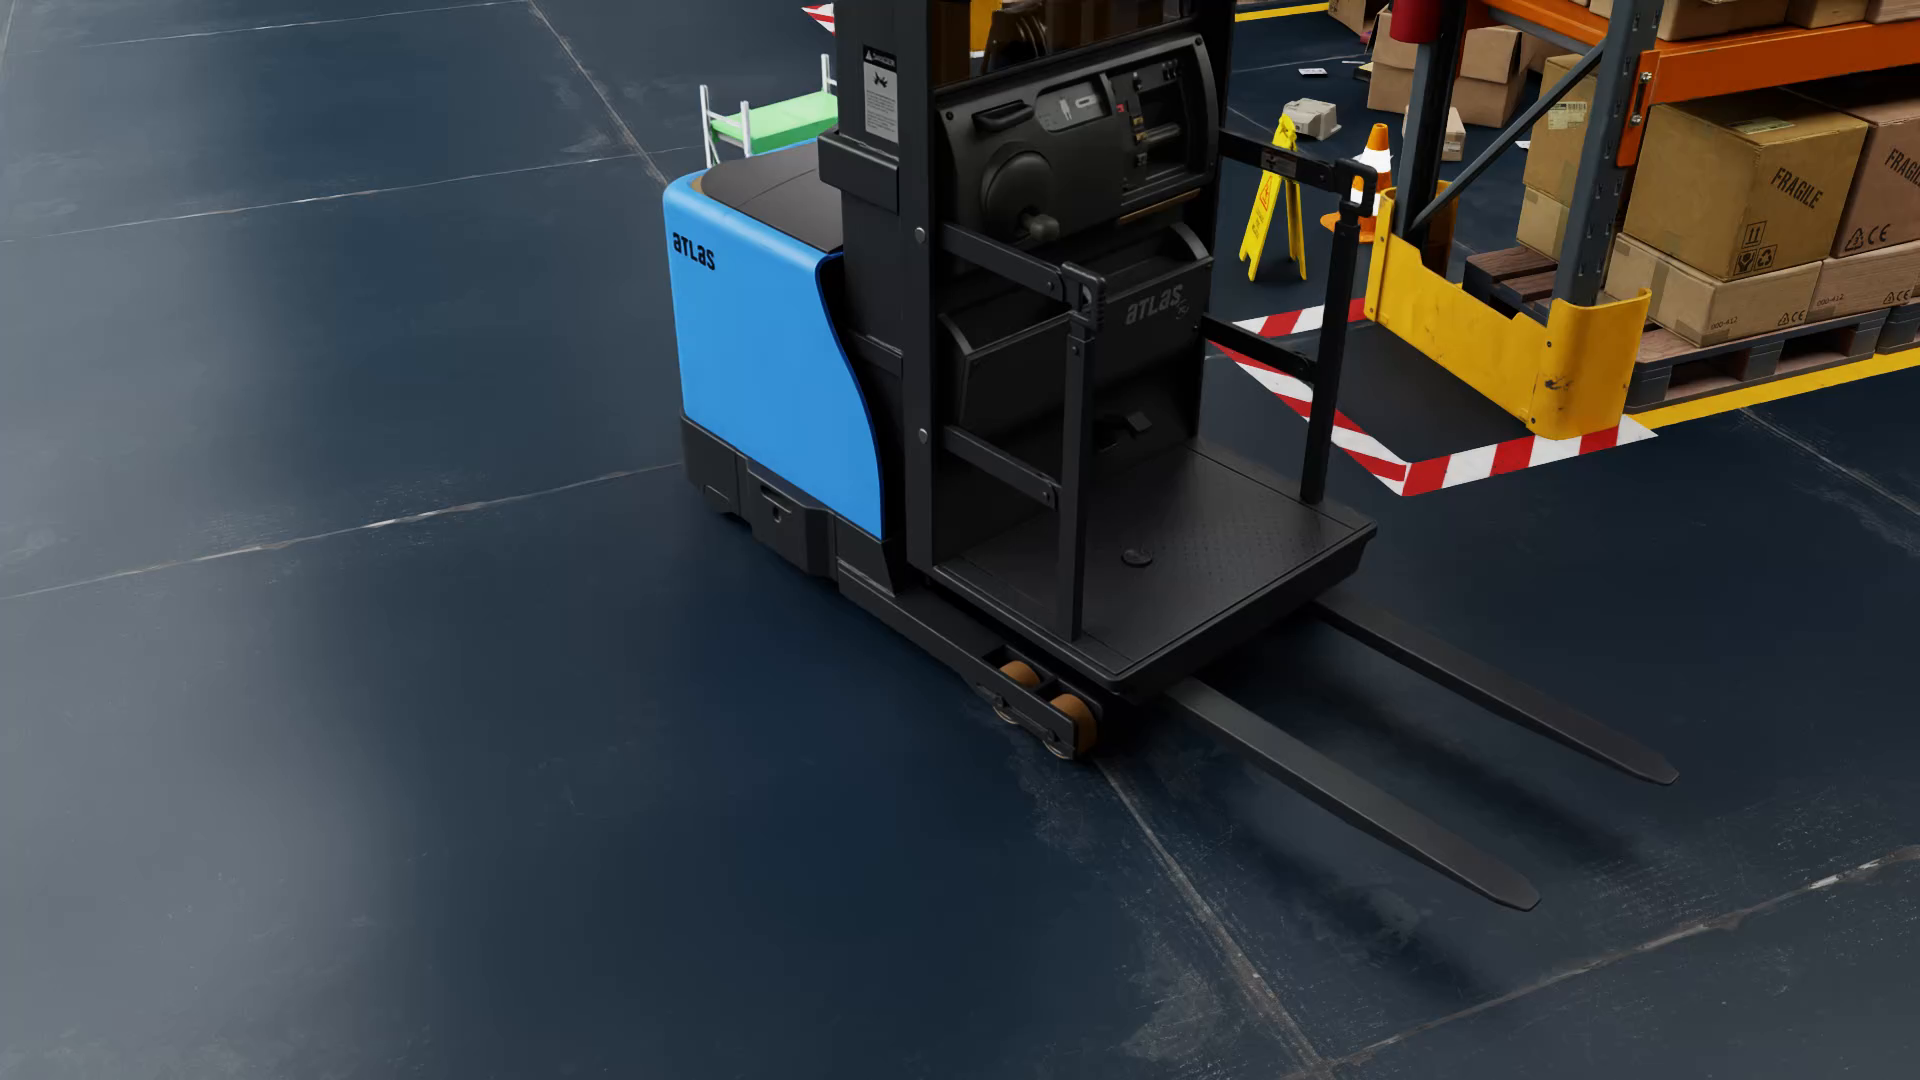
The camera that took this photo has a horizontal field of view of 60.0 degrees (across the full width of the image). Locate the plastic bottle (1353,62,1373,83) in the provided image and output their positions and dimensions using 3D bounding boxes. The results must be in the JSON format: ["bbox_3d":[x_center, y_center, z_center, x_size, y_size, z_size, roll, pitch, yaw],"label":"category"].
[{"bbox_3d":[2.308,-2.595,9.181,0.283,0.061,0.133,-27,42,-35],"label":"plastic bottle"}]

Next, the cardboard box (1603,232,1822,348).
[{"bbox_3d":[2.757,-0.962,6.114,0.500,0.250,0.500,-13,35,-19],"label":"cardboard box"}]

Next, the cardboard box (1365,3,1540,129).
[{"bbox_3d":[2.545,-2.505,8.638,0.797,0.503,0.637,16,36,23],"label":"cardboard box"}]

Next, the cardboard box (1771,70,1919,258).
[{"bbox_3d":[3.259,-1.394,6.091,0.500,0.500,0.500,-14,36,-21],"label":"cardboard box"}]

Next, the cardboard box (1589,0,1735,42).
[{"bbox_3d":[2.299,-1.770,5.450,0.250,0.149,0.380,-13,35,-19],"label":"cardboard box"}]

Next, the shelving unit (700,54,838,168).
[{"bbox_3d":[-0.550,-0.974,5.643,0.503,1.200,0.258,-26,41,-34],"label":"shelving unit"}]

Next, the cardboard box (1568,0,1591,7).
[{"bbox_3d":[2.168,-1.988,5.786,0.250,0.149,0.380,-12,35,-17],"label":"cardboard box"}]

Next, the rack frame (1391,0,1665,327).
[{"bbox_3d":[1.906,-1.907,5.431,0.127,3.000,1.000,-13,35,-19],"label":"rack frame"}]

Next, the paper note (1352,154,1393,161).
[{"bbox_3d":[2.007,-1.863,8.086,0.142,0.019,0.148,-27,42,-35],"label":"paper note"}]

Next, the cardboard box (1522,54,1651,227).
[{"bbox_3d":[2.544,-1.545,6.323,0.500,0.500,0.500,-13,35,-19],"label":"cardboard box"}]

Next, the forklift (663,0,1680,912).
[{"bbox_3d":[0.462,-0.971,4.055,1.130,2.935,3.031,-26,41,-34],"label":"forklift"}]

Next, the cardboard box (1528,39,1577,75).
[{"bbox_3d":[3.404,-2.763,8.911,0.503,0.637,0.797,-13,35,-19],"label":"cardboard box"}]

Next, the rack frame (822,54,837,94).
[{"bbox_3d":[-0.370,-1.063,5.780,0.015,1.200,0.240,-26,41,-34],"label":"rack frame"}]

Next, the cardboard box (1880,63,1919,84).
[{"bbox_3d":[3.725,-1.496,6.247,0.500,0.500,0.500,-12,35,-18],"label":"cardboard box"}]

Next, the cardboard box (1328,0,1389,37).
[{"bbox_3d":[2.551,-3.329,9.906,0.500,0.500,0.500,-7,34,-11],"label":"cardboard box"}]

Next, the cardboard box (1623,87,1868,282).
[{"bbox_3d":[2.778,-1.282,5.918,0.500,0.500,0.500,-14,36,-21],"label":"cardboard box"}]

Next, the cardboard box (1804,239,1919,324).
[{"bbox_3d":[3.230,-1.066,6.274,0.500,0.250,0.500,-12,35,-17],"label":"cardboard box"}]

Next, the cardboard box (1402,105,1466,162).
[{"bbox_3d":[2.332,-2.005,8.195,0.250,0.149,0.380,4,33,6],"label":"cardboard box"}]

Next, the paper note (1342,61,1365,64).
[{"bbox_3d":[2.221,-2.696,9.384,0.123,0.001,0.032,4,33,6],"label":"paper note"}]

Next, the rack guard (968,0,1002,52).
[{"bbox_3d":[-0.126,-3.322,9.898,0.348,0.500,1.175,-13,35,-19],"label":"rack guard"}]

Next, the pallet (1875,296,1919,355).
[{"bbox_3d":[3.862,-1.164,6.845,1.213,0.211,1.003,-13,35,-19],"label":"pallet"}]

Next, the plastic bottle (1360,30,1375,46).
[{"bbox_3d":[2.475,-2.892,9.639,0.133,0.061,0.283,-27,42,-35],"label":"plastic bottle"}]

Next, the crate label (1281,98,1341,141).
[{"bbox_3d":[1.761,-2.130,8.399,0.250,0.136,0.298,23,39,30],"label":"crate label"}]

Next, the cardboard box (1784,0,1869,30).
[{"bbox_3d":[2.803,-1.845,5.566,0.250,0.149,0.380,-14,36,-20],"label":"cardboard box"}]

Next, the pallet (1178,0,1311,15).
[{"bbox_3d":[1.727,-3.670,10.697,1.213,0.211,1.003,-13,35,-19],"label":"pallet"}]

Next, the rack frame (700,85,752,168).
[{"bbox_3d":[-0.731,-0.884,5.505,0.015,1.200,0.240,-26,41,-34],"label":"rack frame"}]

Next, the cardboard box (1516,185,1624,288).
[{"bbox_3d":[2.569,-1.242,6.544,0.500,0.250,0.500,-13,35,-19],"label":"cardboard box"}]

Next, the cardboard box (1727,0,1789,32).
[{"bbox_3d":[2.527,-1.830,5.543,0.250,0.149,0.380,-12,35,-18],"label":"cardboard box"}]

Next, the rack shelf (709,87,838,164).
[{"bbox_3d":[-0.554,-1.325,5.419,0.480,0.148,0.258,-26,41,-34],"label":"rack shelf"}]

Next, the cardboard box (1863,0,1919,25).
[{"bbox_3d":[3.054,-1.876,5.613,0.250,0.149,0.380,-12,35,-18],"label":"cardboard box"}]

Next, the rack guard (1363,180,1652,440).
[{"bbox_3d":[1.976,-0.876,6.137,0.348,0.500,1.175,-13,35,-19],"label":"rack guard"}]

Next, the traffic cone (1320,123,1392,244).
[{"bbox_3d":[1.803,-1.583,7.259,0.334,0.463,0.336,-13,35,-19],"label":"traffic cone"}]

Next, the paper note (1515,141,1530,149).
[{"bbox_3d":[2.848,-1.962,8.249,0.142,0.019,0.148,-2,33,-2],"label":"paper note"}]

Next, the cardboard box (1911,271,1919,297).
[{"bbox_3d":[3.729,-1.188,6.461,0.500,0.250,0.500,-11,35,-16],"label":"cardboard box"}]

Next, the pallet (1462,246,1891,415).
[{"bbox_3d":[2.739,-0.908,6.452,1.213,0.211,1.003,-13,35,-19],"label":"pallet"}]

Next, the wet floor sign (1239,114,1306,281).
[{"bbox_3d":[1.317,-1.418,6.838,0.232,0.644,0.267,-2,33,-2],"label":"wet floor sign"}]

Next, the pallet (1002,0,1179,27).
[{"bbox_3d":[0.603,-3.414,10.304,1.213,0.211,1.003,-13,35,-19],"label":"pallet"}]

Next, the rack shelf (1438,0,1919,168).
[{"bbox_3d":[3.750,-2.028,6.276,4.000,0.370,1.077,-13,35,-19],"label":"rack shelf"}]

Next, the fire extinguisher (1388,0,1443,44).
[{"bbox_3d":[1.622,-2.082,5.771,0.183,0.674,0.296,-13,35,-19],"label":"fire extinguisher"}]

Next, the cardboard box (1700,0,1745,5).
[{"bbox_3d":[2.450,-2.034,5.262,0.500,0.500,0.500,-13,35,-20],"label":"cardboard box"}]

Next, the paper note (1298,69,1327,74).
[{"bbox_3d":[1.961,-2.598,9.217,0.142,0.017,0.144,-2,33,-2],"label":"paper note"}]
